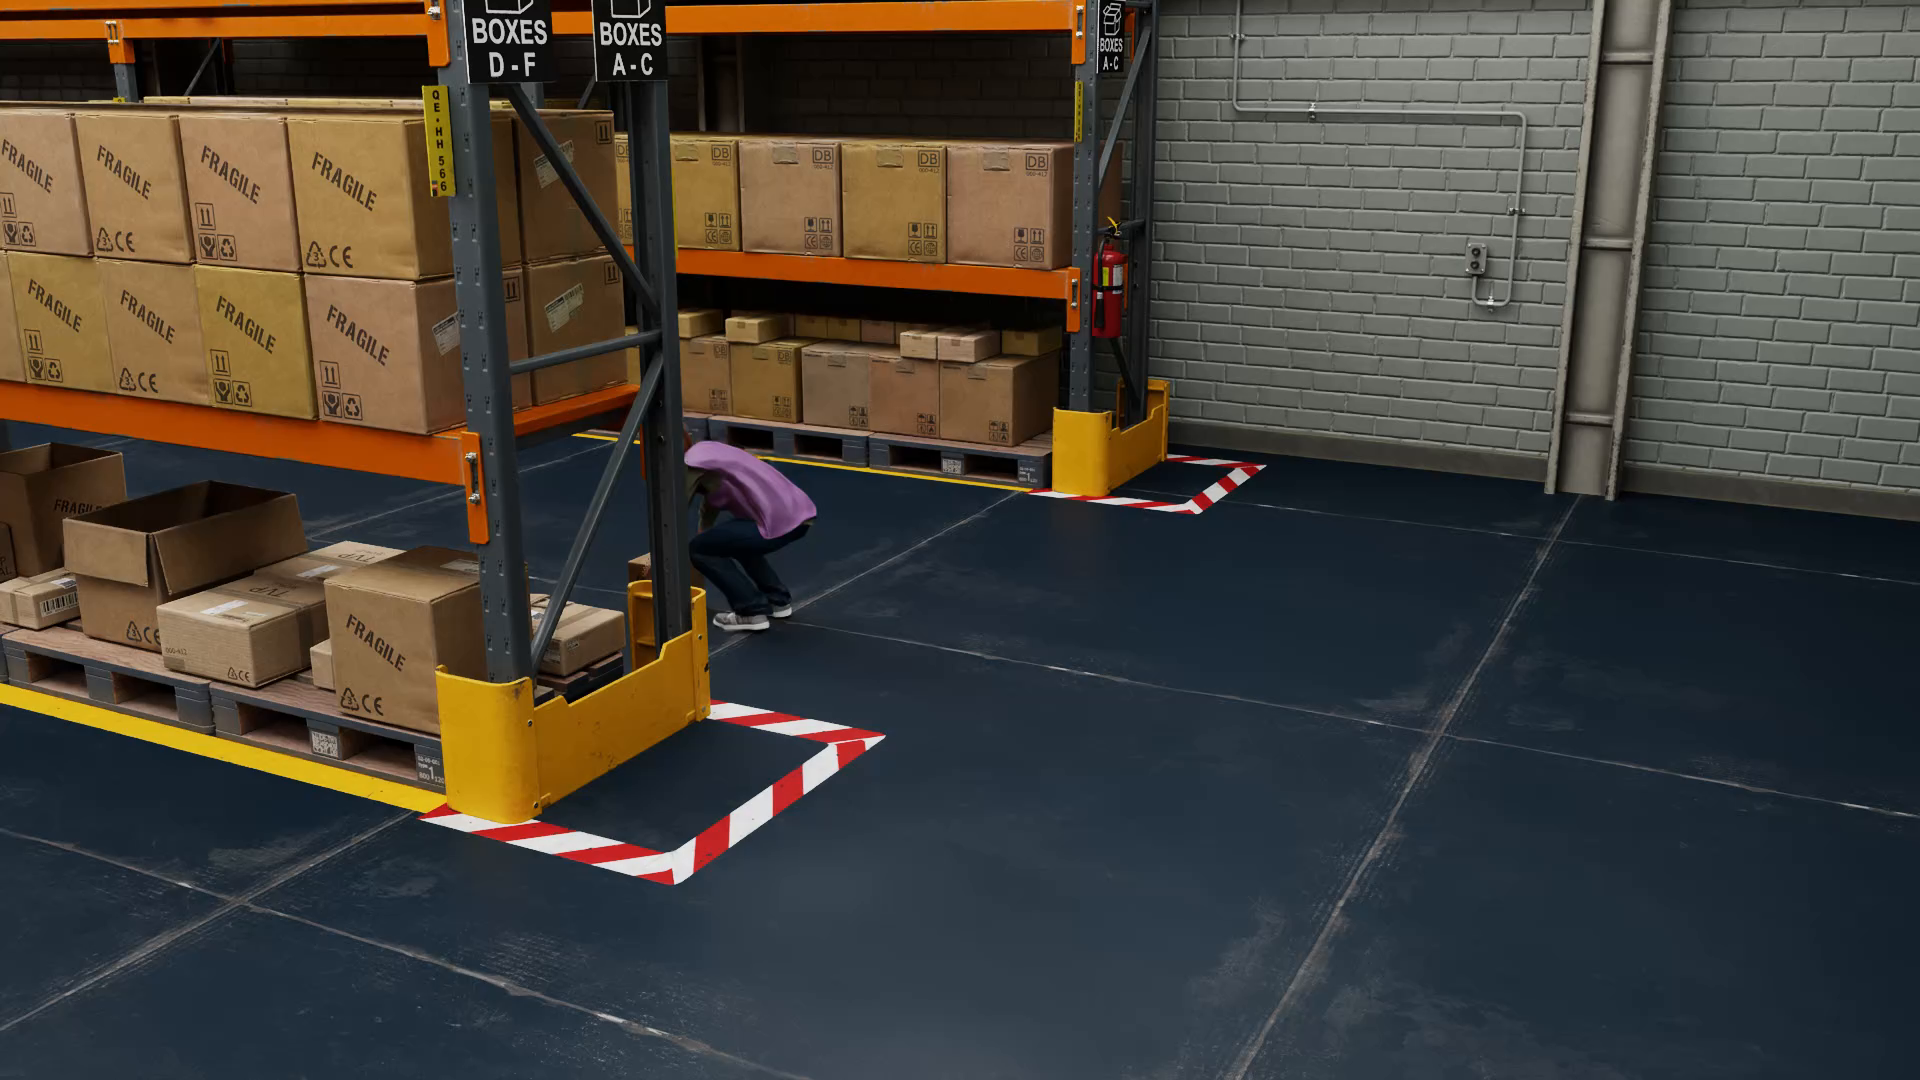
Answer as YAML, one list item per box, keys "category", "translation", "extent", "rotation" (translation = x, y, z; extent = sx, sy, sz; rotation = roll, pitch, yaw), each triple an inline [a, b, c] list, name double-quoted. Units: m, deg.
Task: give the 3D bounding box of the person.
- category: "person"
  translation: [-1.040, -0.063, 7.522]
  extent: [0.792, 0.907, 0.447]
  rotation: [7, 17, 22]
